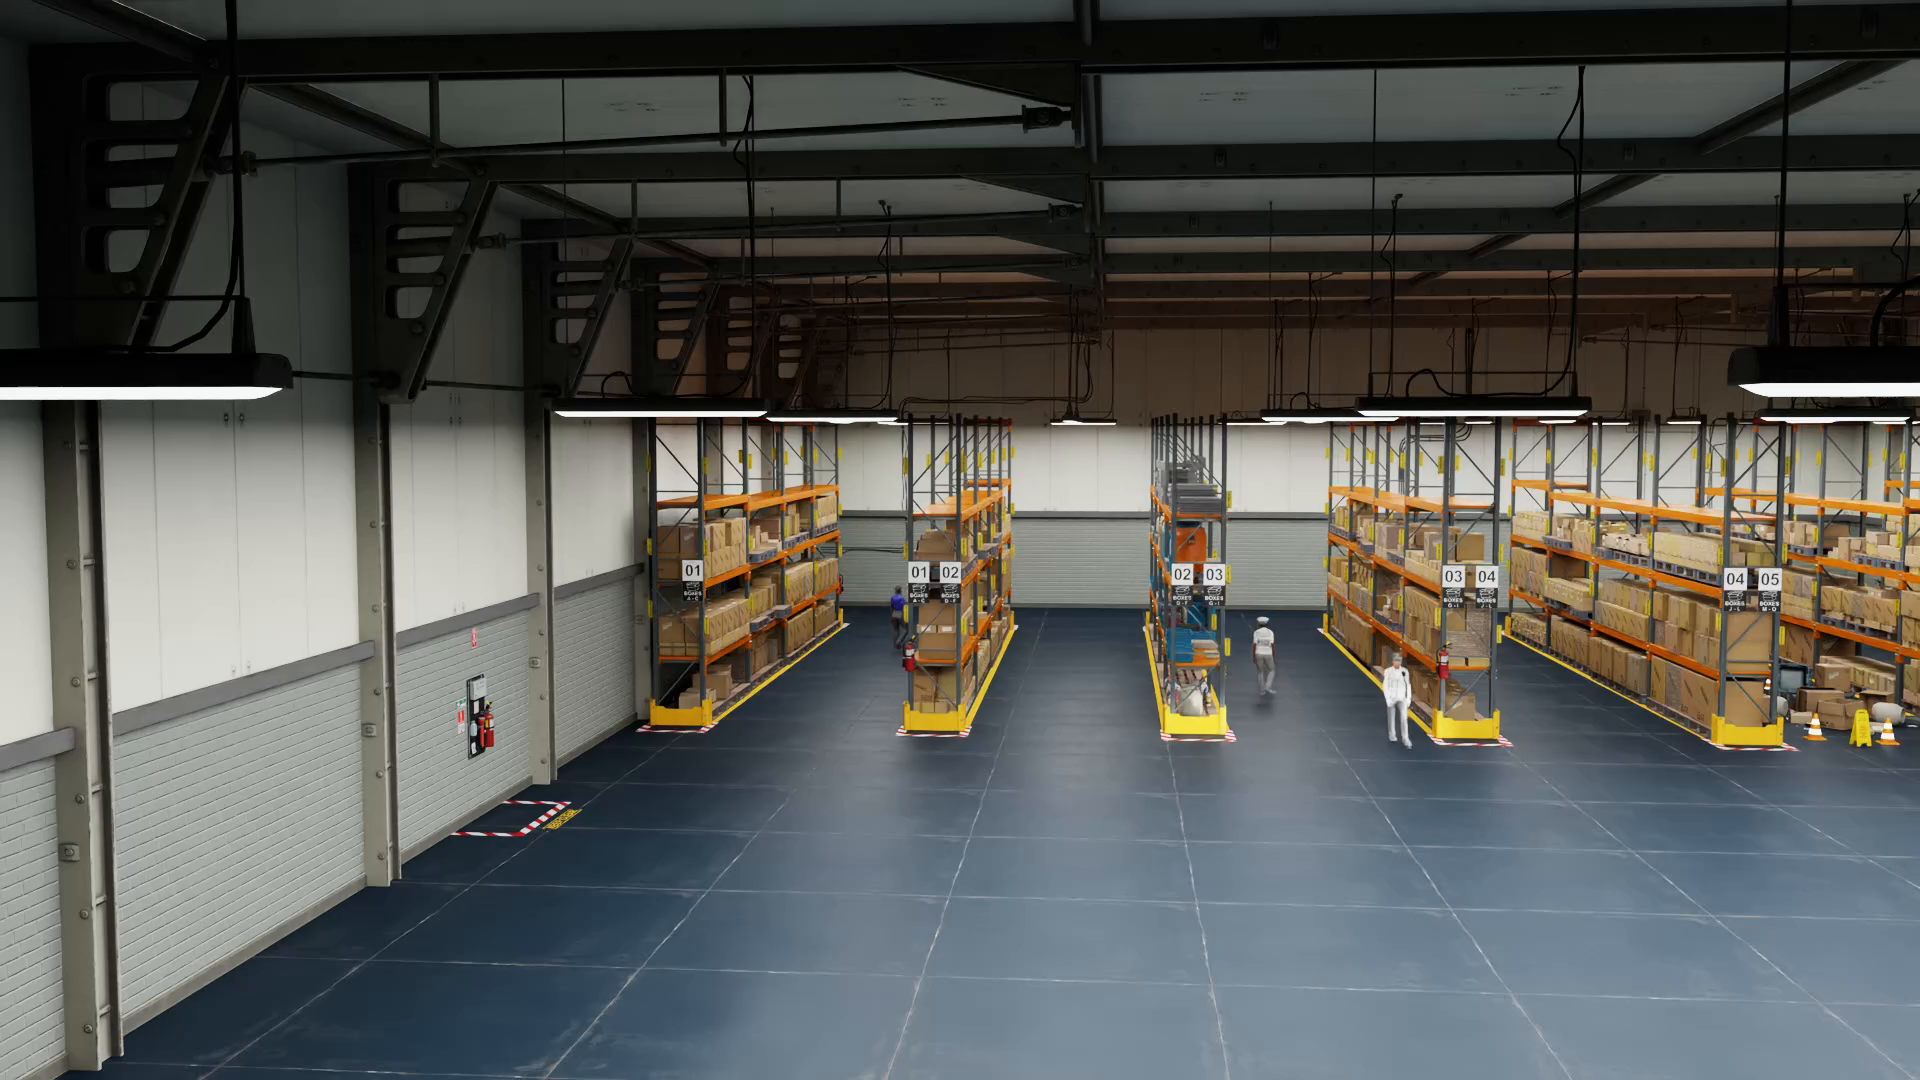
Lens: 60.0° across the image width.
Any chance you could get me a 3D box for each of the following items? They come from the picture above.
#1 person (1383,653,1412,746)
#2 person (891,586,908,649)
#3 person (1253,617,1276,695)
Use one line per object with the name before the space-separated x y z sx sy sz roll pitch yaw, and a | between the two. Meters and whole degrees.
person | 7.892 2.855 30.018 0.514 1.644 0.902 1 4 13
person | -1.599 2.007 42.942 0.492 1.658 0.460 3 5 34
person | 6.529 2.499 35.652 0.508 1.662 0.479 1 4 11
